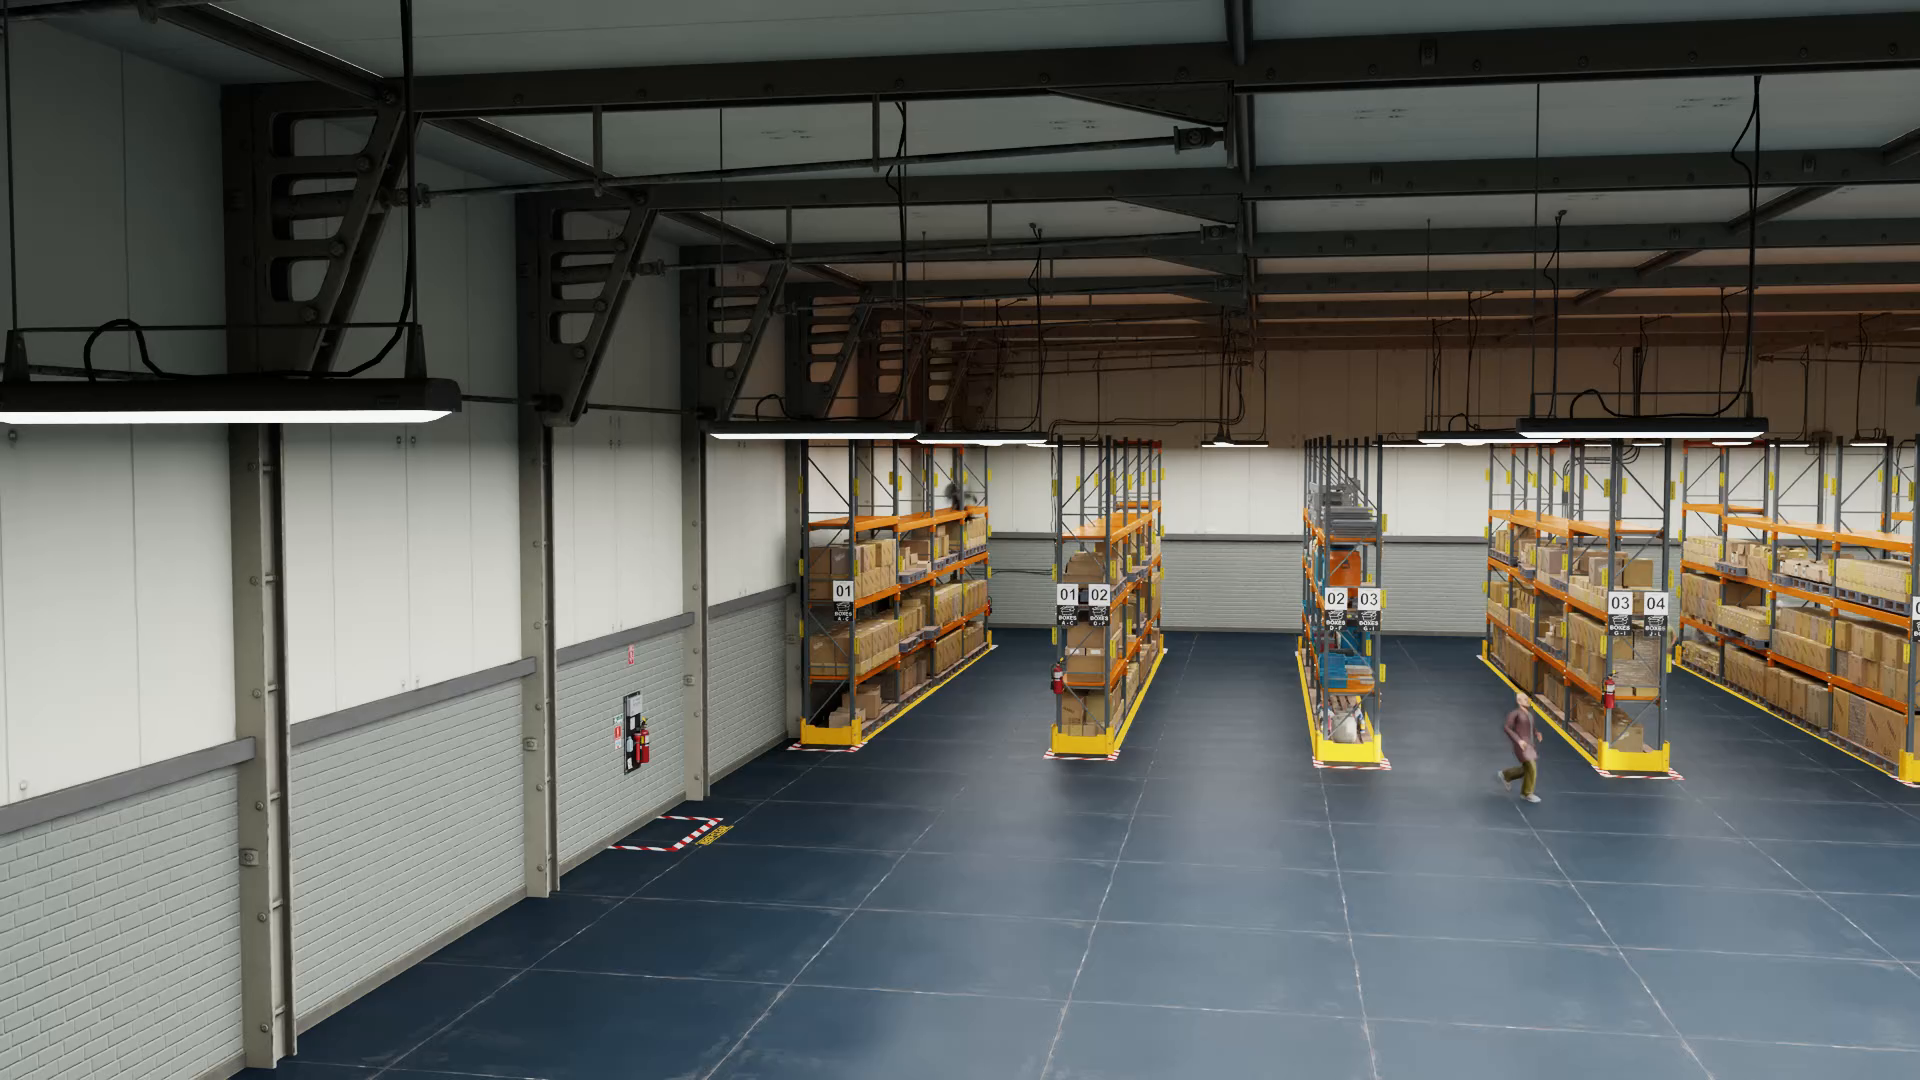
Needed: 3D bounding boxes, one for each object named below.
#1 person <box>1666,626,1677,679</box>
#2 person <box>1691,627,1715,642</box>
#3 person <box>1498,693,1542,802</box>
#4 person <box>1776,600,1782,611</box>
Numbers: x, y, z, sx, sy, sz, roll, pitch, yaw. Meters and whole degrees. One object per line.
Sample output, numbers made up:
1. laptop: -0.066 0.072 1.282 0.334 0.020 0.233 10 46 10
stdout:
1. person: 17.436 2.687 41.189 0.577 1.644 0.603 1 3 18
2. person: 20.310 2.382 45.340 0.937 1.847 0.666 0 3 -1
3. person: 9.197 3.380 27.280 0.706 1.763 0.761 -3 4 -44
4. person: 21.330 2.455 43.352 0.645 1.790 0.946 0 3 5
